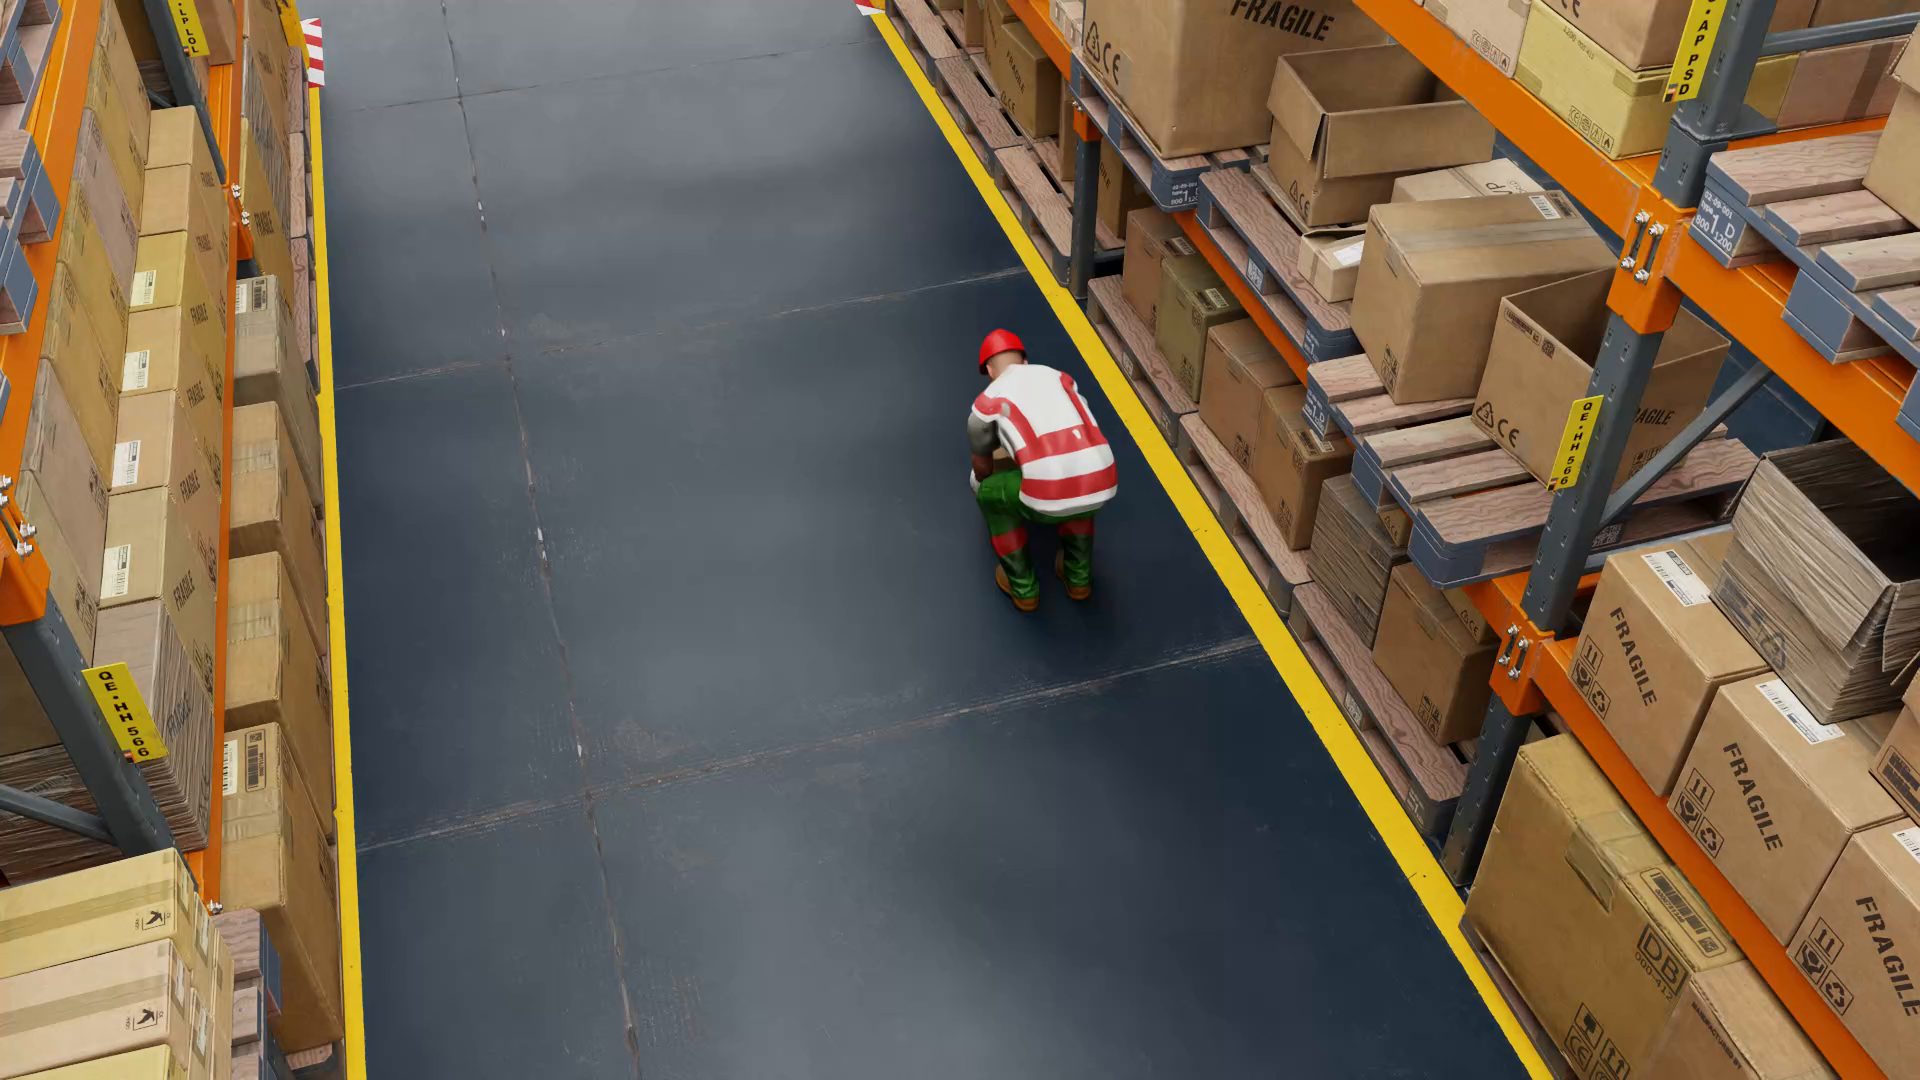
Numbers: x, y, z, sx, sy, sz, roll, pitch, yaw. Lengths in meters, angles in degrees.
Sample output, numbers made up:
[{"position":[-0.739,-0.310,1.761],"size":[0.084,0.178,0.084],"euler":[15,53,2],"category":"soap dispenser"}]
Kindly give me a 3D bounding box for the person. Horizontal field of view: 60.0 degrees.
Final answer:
[{"position":[0.311,-0.299,7.038],"size":[0.532,1.037,0.959],"euler":[-14,44,-15],"category":"person"}]
